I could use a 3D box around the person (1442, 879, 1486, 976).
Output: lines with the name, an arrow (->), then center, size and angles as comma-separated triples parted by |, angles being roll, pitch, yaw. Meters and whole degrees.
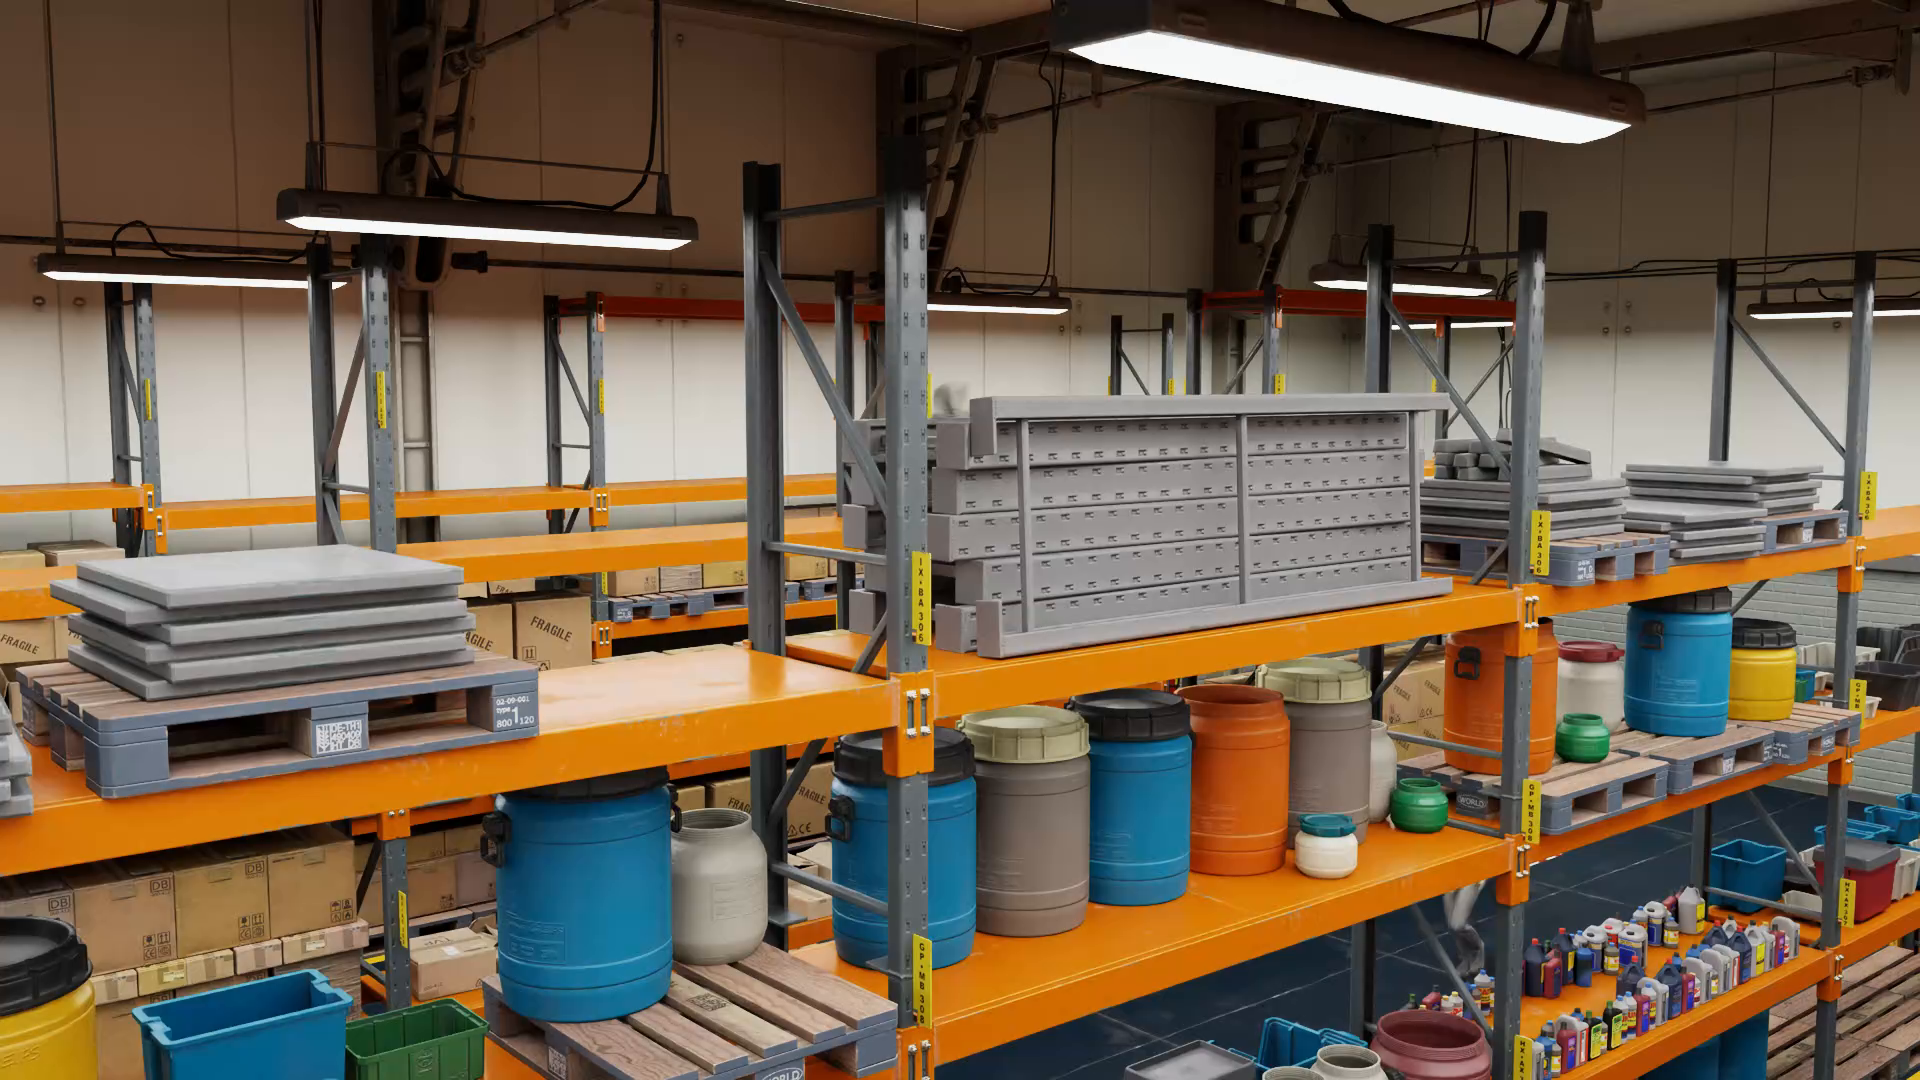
person -> 4.286, 2.955, 14.331 | 0.596, 1.665, 0.567 | 5, 7, 40
